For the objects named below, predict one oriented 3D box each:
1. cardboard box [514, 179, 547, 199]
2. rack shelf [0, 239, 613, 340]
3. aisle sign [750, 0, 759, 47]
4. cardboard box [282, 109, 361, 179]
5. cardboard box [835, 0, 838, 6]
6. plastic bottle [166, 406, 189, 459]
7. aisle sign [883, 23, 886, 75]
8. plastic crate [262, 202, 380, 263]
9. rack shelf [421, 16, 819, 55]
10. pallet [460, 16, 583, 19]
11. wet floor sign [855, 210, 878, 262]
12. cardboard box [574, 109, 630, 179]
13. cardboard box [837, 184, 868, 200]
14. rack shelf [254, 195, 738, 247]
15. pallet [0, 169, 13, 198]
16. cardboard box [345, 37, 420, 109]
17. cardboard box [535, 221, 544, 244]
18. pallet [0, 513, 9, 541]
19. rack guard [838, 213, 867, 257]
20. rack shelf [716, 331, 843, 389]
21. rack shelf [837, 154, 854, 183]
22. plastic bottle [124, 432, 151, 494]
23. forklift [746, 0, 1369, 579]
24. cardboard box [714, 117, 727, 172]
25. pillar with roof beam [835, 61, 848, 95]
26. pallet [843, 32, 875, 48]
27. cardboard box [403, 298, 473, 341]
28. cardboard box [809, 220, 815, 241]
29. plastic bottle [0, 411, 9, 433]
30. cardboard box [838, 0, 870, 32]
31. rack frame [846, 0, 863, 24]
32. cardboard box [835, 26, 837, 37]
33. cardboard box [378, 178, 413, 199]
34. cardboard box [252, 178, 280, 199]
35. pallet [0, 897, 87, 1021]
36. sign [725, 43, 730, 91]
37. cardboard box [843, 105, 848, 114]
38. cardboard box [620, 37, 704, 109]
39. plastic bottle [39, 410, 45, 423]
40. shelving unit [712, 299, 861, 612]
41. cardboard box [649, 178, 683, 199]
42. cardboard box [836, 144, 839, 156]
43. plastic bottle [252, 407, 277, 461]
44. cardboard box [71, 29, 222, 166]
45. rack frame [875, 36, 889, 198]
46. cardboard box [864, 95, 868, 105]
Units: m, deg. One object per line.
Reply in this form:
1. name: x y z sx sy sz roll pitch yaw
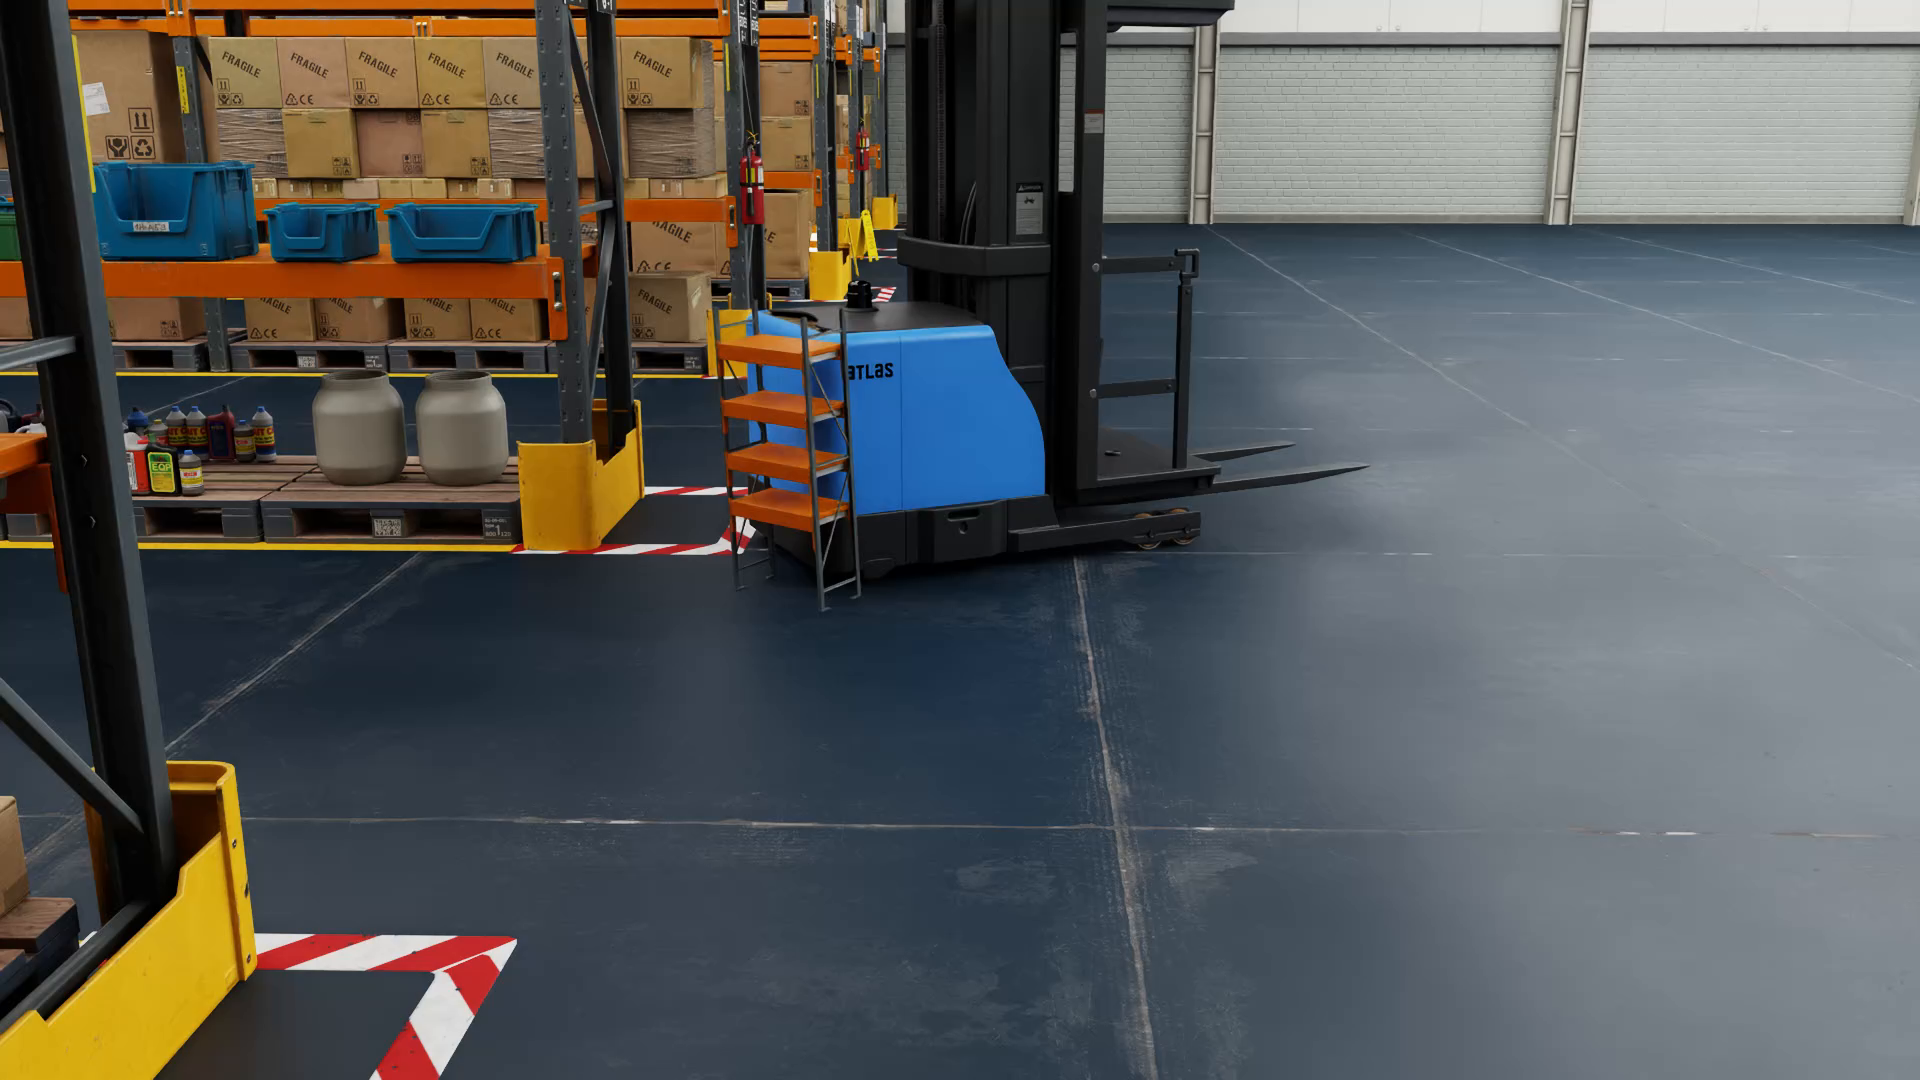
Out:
1. cardboard box: -3.174 -2.656 12.518 0.250 0.149 0.380 0 15 1
2. rack shelf: -3.760 -1.226 8.017 4.000 0.370 1.077 0 15 1
3. aisle sign: -1.565 -4.157 12.621 0.004 0.787 0.394 0 15 1
4. cardboard box: -4.686 -3.011 12.595 0.500 0.500 0.875 0 15 1
5. cardboard box: -1.727 -6.993 21.513 0.250 0.149 0.380 1 15 2
6. plastic bottle: -4.008 -0.549 8.525 0.097 0.271 0.097 0 15 0
7. aisle sign: -1.200 -7.799 26.424 0.004 0.787 0.394 0 15 1
8. plastic crate: -2.918 -1.422 7.640 0.408 0.251 0.499 0 15 1
9. rack shelf: -3.406 -5.204 17.214 4.000 0.370 1.077 0 15 1
10. pallet: -4.588 -5.514 17.153 1.213 0.211 1.003 0 15 1
11. wet floor sign: -1.219 -3.939 21.504 0.232 0.644 0.267 6 16 21
12. cardboard box: -2.686 -2.999 12.550 0.500 0.500 0.875 0 15 1
13. cardboard box: -1.753 -5.656 26.984 0.500 0.250 0.500 0 15 1
14. rack shelf: -3.634 -2.489 12.805 4.000 0.370 1.077 0 15 1
15. pallet: -7.652 -2.781 12.877 1.213 0.211 1.003 0 15 1
16. cardboard box: -4.190 -3.452 12.304 0.500 0.500 0.500 0 15 1
17. cardboard box: -4.778 -3.268 17.689 0.875 0.875 0.875 1 15 2
18. pallet: -5.089 -0.224 8.274 1.213 0.211 1.003 0 15 1
19. rack guard: -1.457 -4.143 22.564 0.348 0.500 1.175 0 15 1
20. rack shelf: -0.717 -0.725 6.671 0.480 0.148 0.258 11 22 37
21. rack shelf: -3.380 -5.016 22.384 4.000 0.370 1.077 0 15 1
22. plastic bottle: -3.859 -0.365 7.822 0.135 0.276 0.152 0 15 2
23. forklift: 0.561 -1.486 7.728 3.031 2.935 1.130 -7 16 -25
24. cardboard box: -2.329 -4.150 17.394 0.550 0.550 0.875 0 15 1
25. pillar with roof beam: -2.041 -8.654 23.003 0.400 9.000 9.100 0 15 1
26. pallet: -1.964 -8.036 26.712 1.213 0.211 1.003 0 15 1
27. cardboard box: -4.039 -1.846 13.033 0.500 0.500 0.500 -1 15 -4
28. cardboard box: -2.220 -4.162 22.300 0.500 0.250 0.500 0 15 1
29. plastic bottle: -4.895 -0.513 8.381 0.135 0.276 0.152 0 15 1
30. cardboard box: -1.707 -8.308 26.354 0.500 0.500 0.500 1 15 3
31. rack frame: -1.381 -8.252 21.477 0.127 3.000 1.000 0 15 1
32. cardboard box: -1.745 -6.611 21.631 0.250 0.149 0.380 0 15 2
33. cardboard box: -4.175 -2.649 12.491 0.250 0.149 0.380 0 15 1
34. cardboard box: -5.176 -2.646 12.480 0.250 0.149 0.380 0 15 1
35. pallet: -2.657 1.056 3.423 1.213 0.211 1.003 0 15 1
36. sign: -1.668 -3.395 11.940 0.005 0.325 0.100 0 15 1
37. cardboard box: -1.868 -6.904 26.661 0.250 0.149 0.380 1 15 2
38. cardboard box: -2.190 -3.440 12.260 0.500 0.500 0.500 0 15 1
39. plastic bottle: -4.594 -0.585 8.507 0.185 0.351 0.144 0 15 1
40. shelving unit: -0.703 -0.350 6.788 0.503 1.200 0.258 11 22 37
41. cardboard box: -2.174 -2.654 12.510 0.250 0.149 0.380 0 15 1
42. cardboard box: -1.760 -5.178 22.077 0.250 0.149 0.380 1 15 3
43. plastic bottle: -3.565 -0.546 8.514 0.097 0.271 0.097 0 15 0
44. cardboard box: -6.424 -3.384 12.787 1.000 1.000 1.000 0 15 2
45. rack frame: -1.258 -6.617 27.041 0.127 3.000 1.000 0 15 1
46. cardboard box: -1.622 -7.072 26.712 0.250 0.149 0.380 0 15 2
